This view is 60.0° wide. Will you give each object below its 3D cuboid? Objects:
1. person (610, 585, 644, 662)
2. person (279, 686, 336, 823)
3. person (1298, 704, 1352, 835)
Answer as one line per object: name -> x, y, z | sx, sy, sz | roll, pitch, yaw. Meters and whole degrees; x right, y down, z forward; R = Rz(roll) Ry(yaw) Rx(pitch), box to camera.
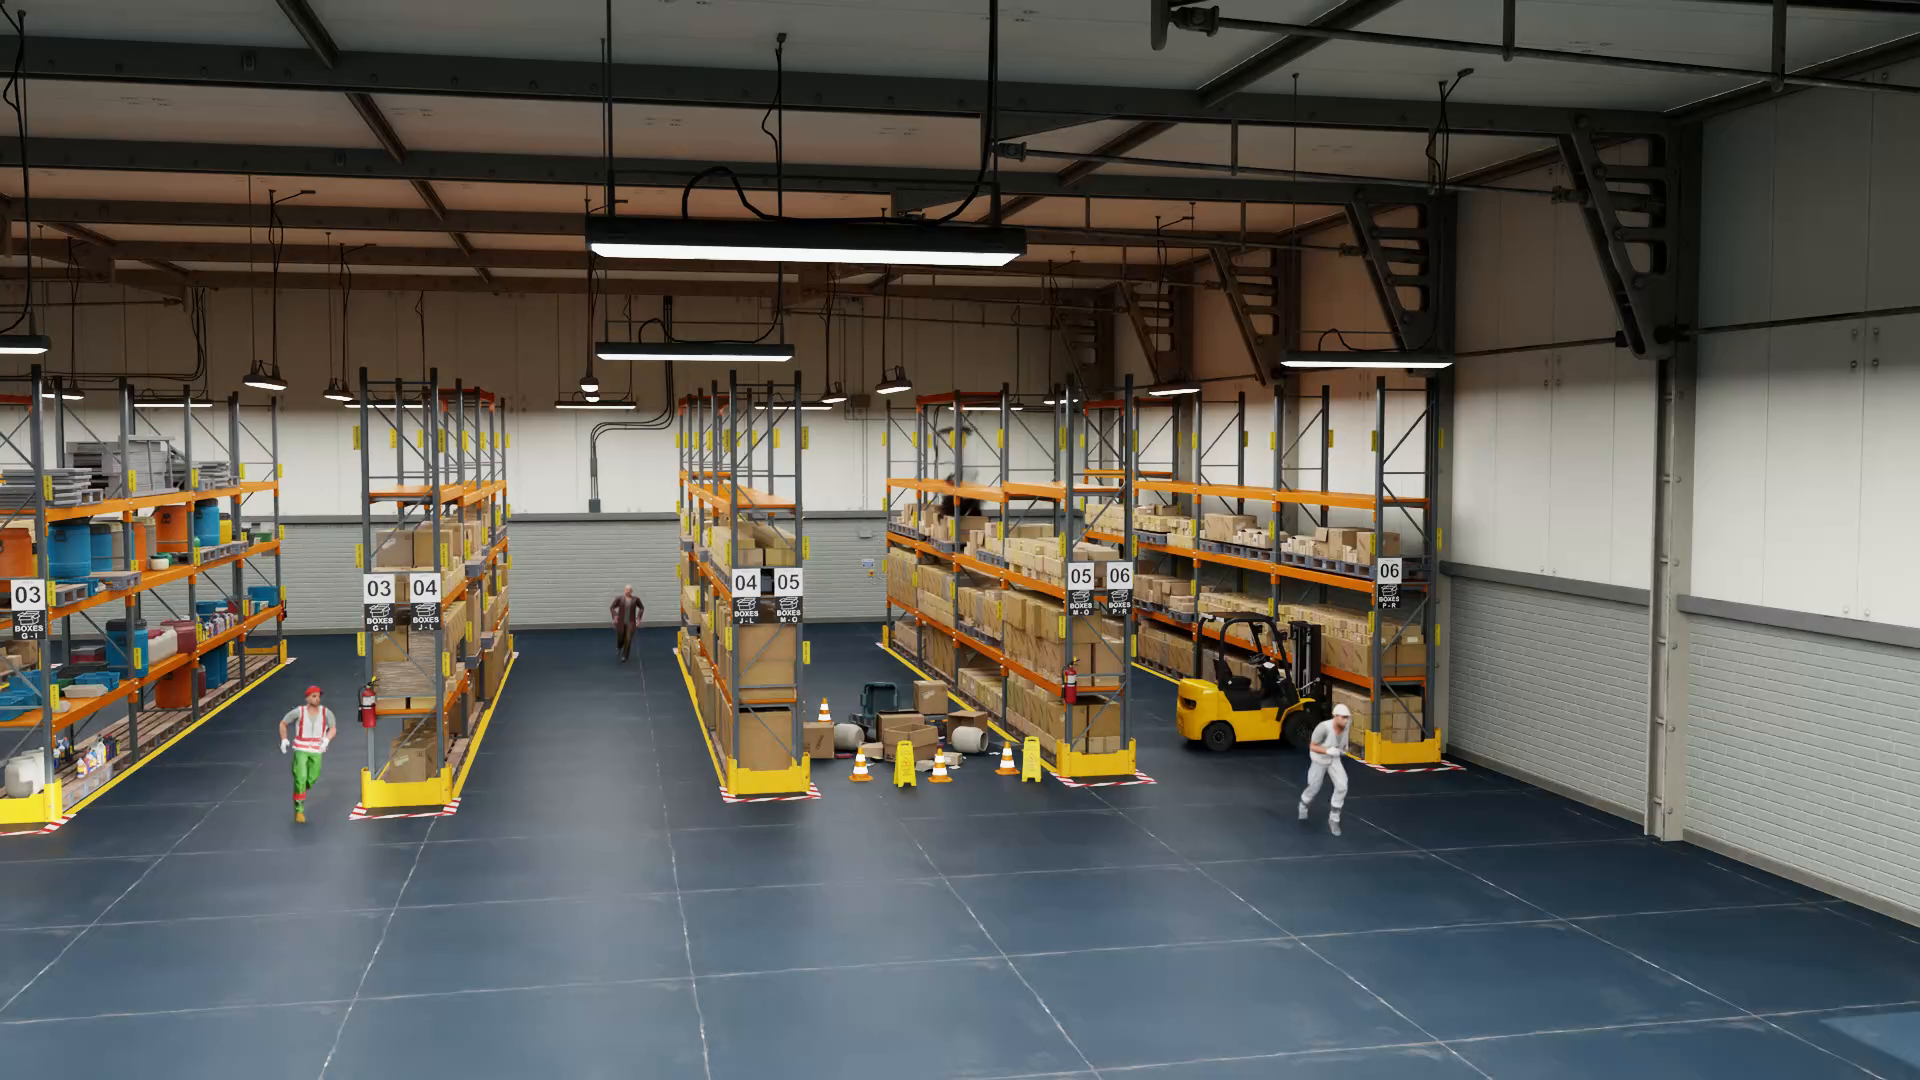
person -> -7.569, 1.888, 37.880 | 0.764, 1.742, 0.837 | -1, 4, -19
person -> -8.705, 2.828, 22.217 | 0.720, 1.770, 0.801 | -2, 4, -31
person -> 4.705, 2.916, 21.405 | 0.707, 1.721, 1.025 | -1, 4, -23
